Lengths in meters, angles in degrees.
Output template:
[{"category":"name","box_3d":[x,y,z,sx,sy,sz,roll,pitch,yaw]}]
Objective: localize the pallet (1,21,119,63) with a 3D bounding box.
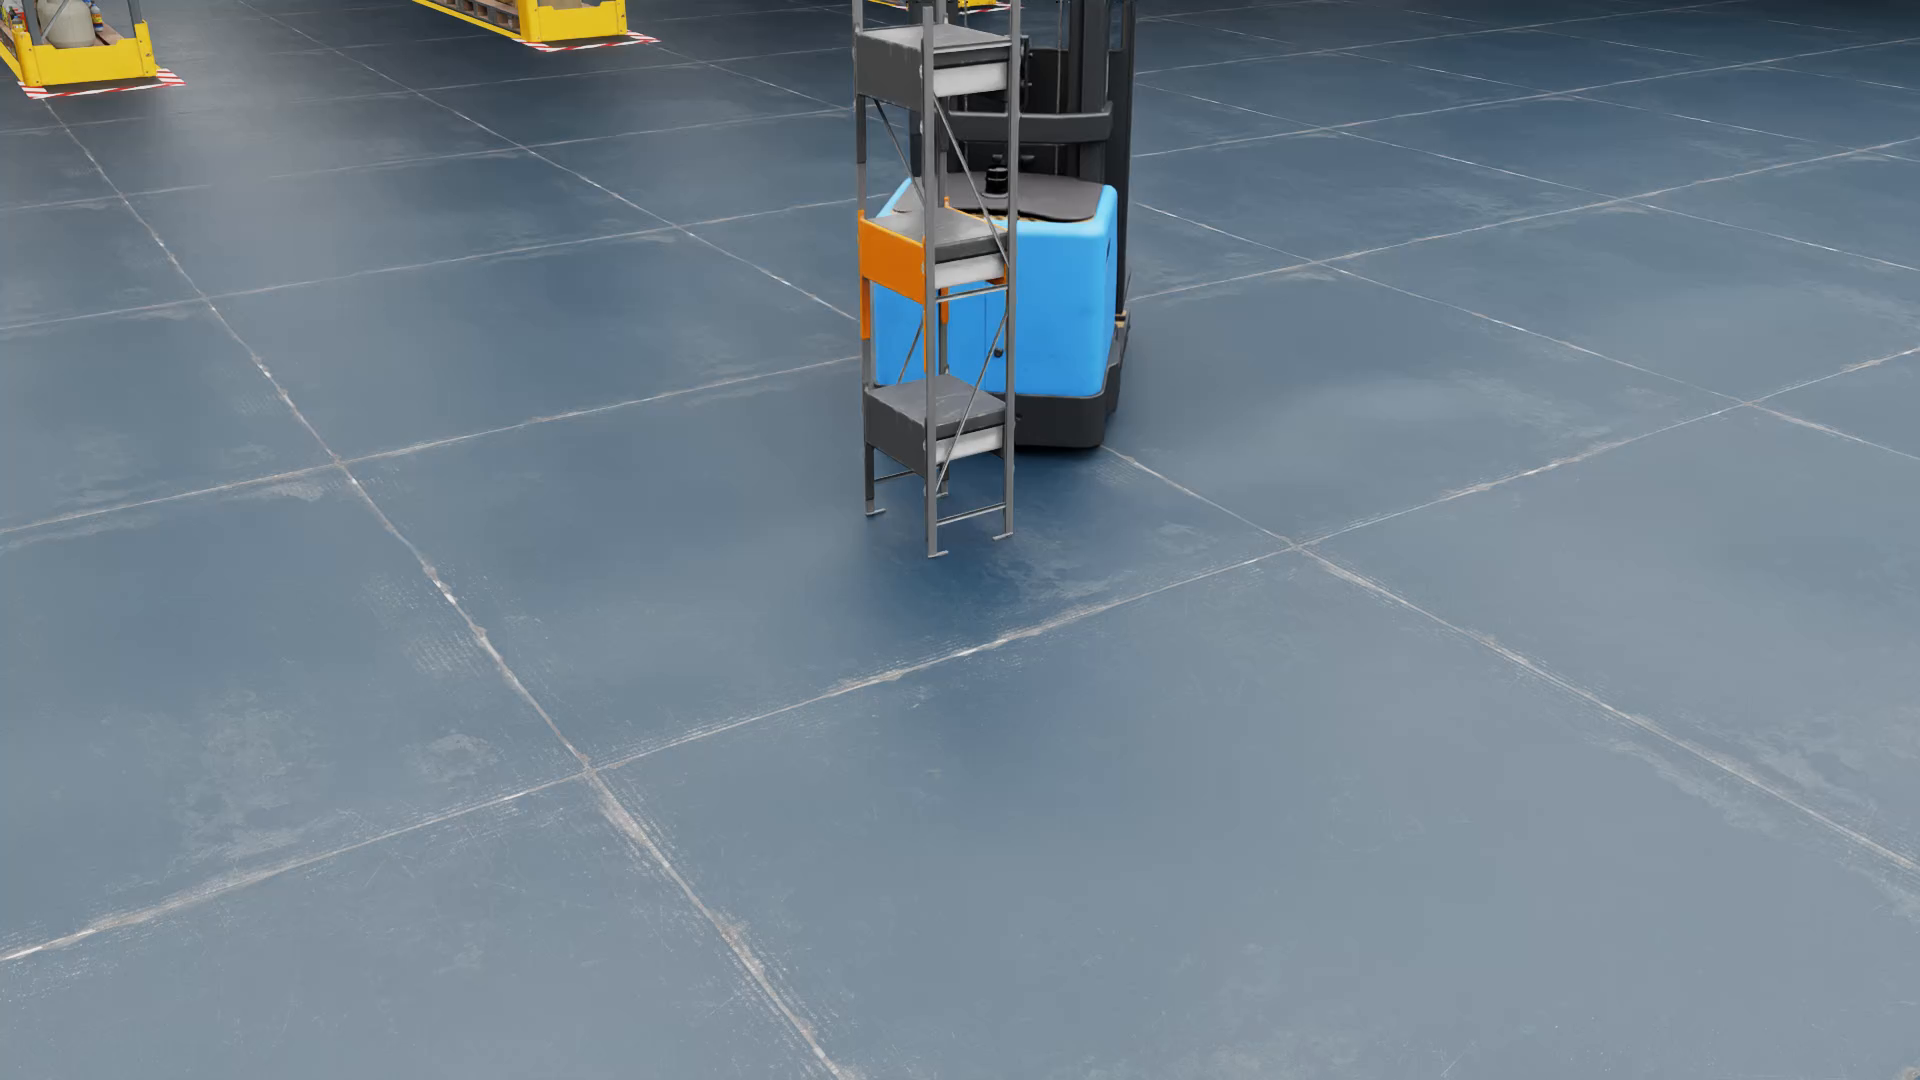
[{"category":"pallet","box_3d":[-9.654,-5.366,17.869,1.003,0.211,1.213,-16,29,-30]}]

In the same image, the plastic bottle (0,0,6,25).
[{"category":"plastic bottle","box_3d":[-10.404,-5.762,18.109,0.061,0.283,0.133,-14,29,-27]}]

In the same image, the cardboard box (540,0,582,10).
[{"category":"cardboard box","box_3d":[-4.649,-6.324,19.068,0.500,0.500,0.500,-10,27,-20]}]

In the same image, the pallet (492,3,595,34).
[{"category":"pallet","box_3d":[-4.778,-6.102,19.428,1.003,0.211,1.213,-16,29,-30]}]

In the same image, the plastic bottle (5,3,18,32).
[{"category":"plastic bottle","box_3d":[-10.032,-5.551,17.670,0.152,0.276,0.135,-16,30,-31]}]

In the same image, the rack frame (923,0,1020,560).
[{"category":"rack frame","box_3d":[0.043,-0.921,6.242,0.400,2.100,0.015,-16,29,-30]}]

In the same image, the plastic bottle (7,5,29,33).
[{"category":"plastic bottle","box_3d":[-9.957,-5.501,17.564,0.152,0.276,0.135,-15,29,-29]}]

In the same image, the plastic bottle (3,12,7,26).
[{"category":"plastic bottle","box_3d":[-10.325,-5.687,18.046,0.097,0.201,0.097,0,25,0]}]

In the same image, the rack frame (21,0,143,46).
[{"category":"rack frame","box_3d":[-8.472,-5.883,15.697,1.000,3.000,0.127,-16,29,-30]}]

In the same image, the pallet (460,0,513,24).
[{"category":"pallet","box_3d":[-5.439,-6.538,20.352,1.003,0.211,1.213,-16,29,-30]}]

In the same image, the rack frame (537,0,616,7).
[{"category":"rack frame","box_3d":[-4.322,-7.037,18.142,1.000,3.000,0.127,-16,29,-30]}]

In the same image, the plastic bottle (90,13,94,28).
[{"category":"plastic bottle","box_3d":[-9.257,-5.574,17.807,0.097,0.201,0.097,0,25,0]}]

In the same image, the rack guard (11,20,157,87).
[{"category":"rack guard","box_3d":[-8.553,-4.768,16.265,1.175,0.500,0.348,-16,29,-30]}]

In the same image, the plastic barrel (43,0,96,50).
[{"category":"plastic barrel","box_3d":[-8.895,-5.165,16.600,0.421,0.512,0.421,0,25,0]}]

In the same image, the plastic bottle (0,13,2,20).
[{"category":"plastic bottle","box_3d":[-10.563,-5.929,18.383,0.144,0.351,0.185,-15,29,-28]}]

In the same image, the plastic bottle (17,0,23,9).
[{"category":"plastic bottle","box_3d":[-10.117,-5.719,18.026,0.152,0.276,0.135,-16,29,-30]}]

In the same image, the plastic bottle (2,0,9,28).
[{"category":"plastic bottle","box_3d":[-10.228,-5.709,17.918,0.144,0.351,0.185,-16,30,-30]}]

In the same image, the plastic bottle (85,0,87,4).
[{"category":"plastic bottle","box_3d":[-9.442,-5.727,18.049,0.097,0.271,0.097,0,25,0]}]

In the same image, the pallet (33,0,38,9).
[{"category":"pallet","box_3d":[-11.117,-6.324,19.899,1.003,0.211,1.213,-16,29,-30]}]

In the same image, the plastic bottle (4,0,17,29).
[{"category":"plastic bottle","box_3d":[-10.126,-5.643,17.777,0.144,0.351,0.185,-14,29,-27]}]

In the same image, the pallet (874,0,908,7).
[{"category":"pallet","box_3d":[-0.613,-7.163,21.677,1.003,0.211,1.213,-16,29,-30]}]

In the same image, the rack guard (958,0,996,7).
[{"category":"rack guard","box_3d":[-0.098,-7.018,21.030,1.175,0.500,0.348,-16,29,-30]}]

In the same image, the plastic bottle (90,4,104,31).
[{"category":"plastic bottle","box_3d":[-9.201,-5.569,17.713,0.097,0.271,0.097,0,25,0]}]

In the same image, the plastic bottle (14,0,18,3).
[{"category":"plastic bottle","box_3d":[-10.382,-5.869,18.350,0.097,0.271,0.097,0,25,0]}]

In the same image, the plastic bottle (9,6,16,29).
[{"category":"plastic bottle","box_3d":[-9.921,-5.445,17.438,0.061,0.283,0.133,-15,29,-28]}]

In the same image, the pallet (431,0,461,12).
[{"category":"pallet","box_3d":[-6.110,-6.975,21.277,1.003,0.211,1.213,-16,29,-30]}]

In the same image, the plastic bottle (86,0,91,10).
[{"category":"plastic bottle","box_3d":[-9.388,-5.691,17.973,0.097,0.271,0.097,0,25,0]}]

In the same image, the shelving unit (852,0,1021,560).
[{"category":"shelving unit","box_3d":[-0.090,-1.009,6.427,0.431,2.100,0.503,-16,29,-30]}]

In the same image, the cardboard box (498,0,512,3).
[{"category":"cardboard box","box_3d":[-5.330,-6.758,19.988,0.500,0.500,0.500,-13,28,-25]}]

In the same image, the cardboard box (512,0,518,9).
[{"category":"cardboard box","box_3d":[-5.004,-6.529,19.504,0.500,0.500,0.500,-8,26,-16]}]

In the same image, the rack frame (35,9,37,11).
[{"category":"rack frame","box_3d":[-10.656,-7.313,18.728,1.000,3.000,0.127,-16,29,-30]}]

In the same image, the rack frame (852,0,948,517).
[{"category":"rack frame","box_3d":[-0.224,-1.096,6.612,0.400,2.100,0.015,-16,29,-30]}]

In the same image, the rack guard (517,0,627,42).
[{"category":"rack guard","box_3d":[-4.364,-5.934,18.734,1.175,0.500,0.348,-16,29,-30]}]

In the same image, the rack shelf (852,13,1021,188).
[{"category":"rack shelf","box_3d":[-0.090,-1.629,6.134,0.431,0.518,0.480,-16,29,-30]}]

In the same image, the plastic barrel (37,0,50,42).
[{"category":"plastic barrel","box_3d":[-9.169,-5.344,16.980,0.421,0.512,0.421,0,25,0]}]

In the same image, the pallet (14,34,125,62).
[{"category":"pallet","box_3d":[-8.992,-4.930,16.945,1.003,0.211,1.213,-16,29,-30]}]

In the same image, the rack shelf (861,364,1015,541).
[{"category":"rack shelf","box_3d":[-0.090,-0.363,6.732,0.431,0.518,0.480,-16,29,-30]}]

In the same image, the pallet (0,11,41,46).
[{"category":"pallet","box_3d":[-10.324,-5.802,18.794,1.003,0.211,1.213,-16,29,-30]}]

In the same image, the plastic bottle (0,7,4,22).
[{"category":"plastic bottle","box_3d":[-10.460,-5.861,18.240,0.144,0.351,0.185,-17,30,-32]}]

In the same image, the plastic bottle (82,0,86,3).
[{"category":"plastic bottle","box_3d":[-9.553,-5.800,18.202,0.097,0.271,0.097,0,25,0]}]

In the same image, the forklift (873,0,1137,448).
[{"category":"forklift","box_3d":[0.331,-2.339,8.271,1.130,2.935,3.031,4,26,8]}]

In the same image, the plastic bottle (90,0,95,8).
[{"category":"plastic bottle","box_3d":[-9.309,-5.660,17.891,0.061,0.283,0.133,-15,29,-29]}]

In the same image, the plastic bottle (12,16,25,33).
[{"category":"plastic bottle","box_3d":[-9.842,-5.371,17.376,0.097,0.201,0.097,0,25,0]}]

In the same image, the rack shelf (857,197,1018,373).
[{"category":"rack shelf","box_3d":[-0.090,-0.996,6.433,0.431,0.518,0.480,-16,29,-30]}]
